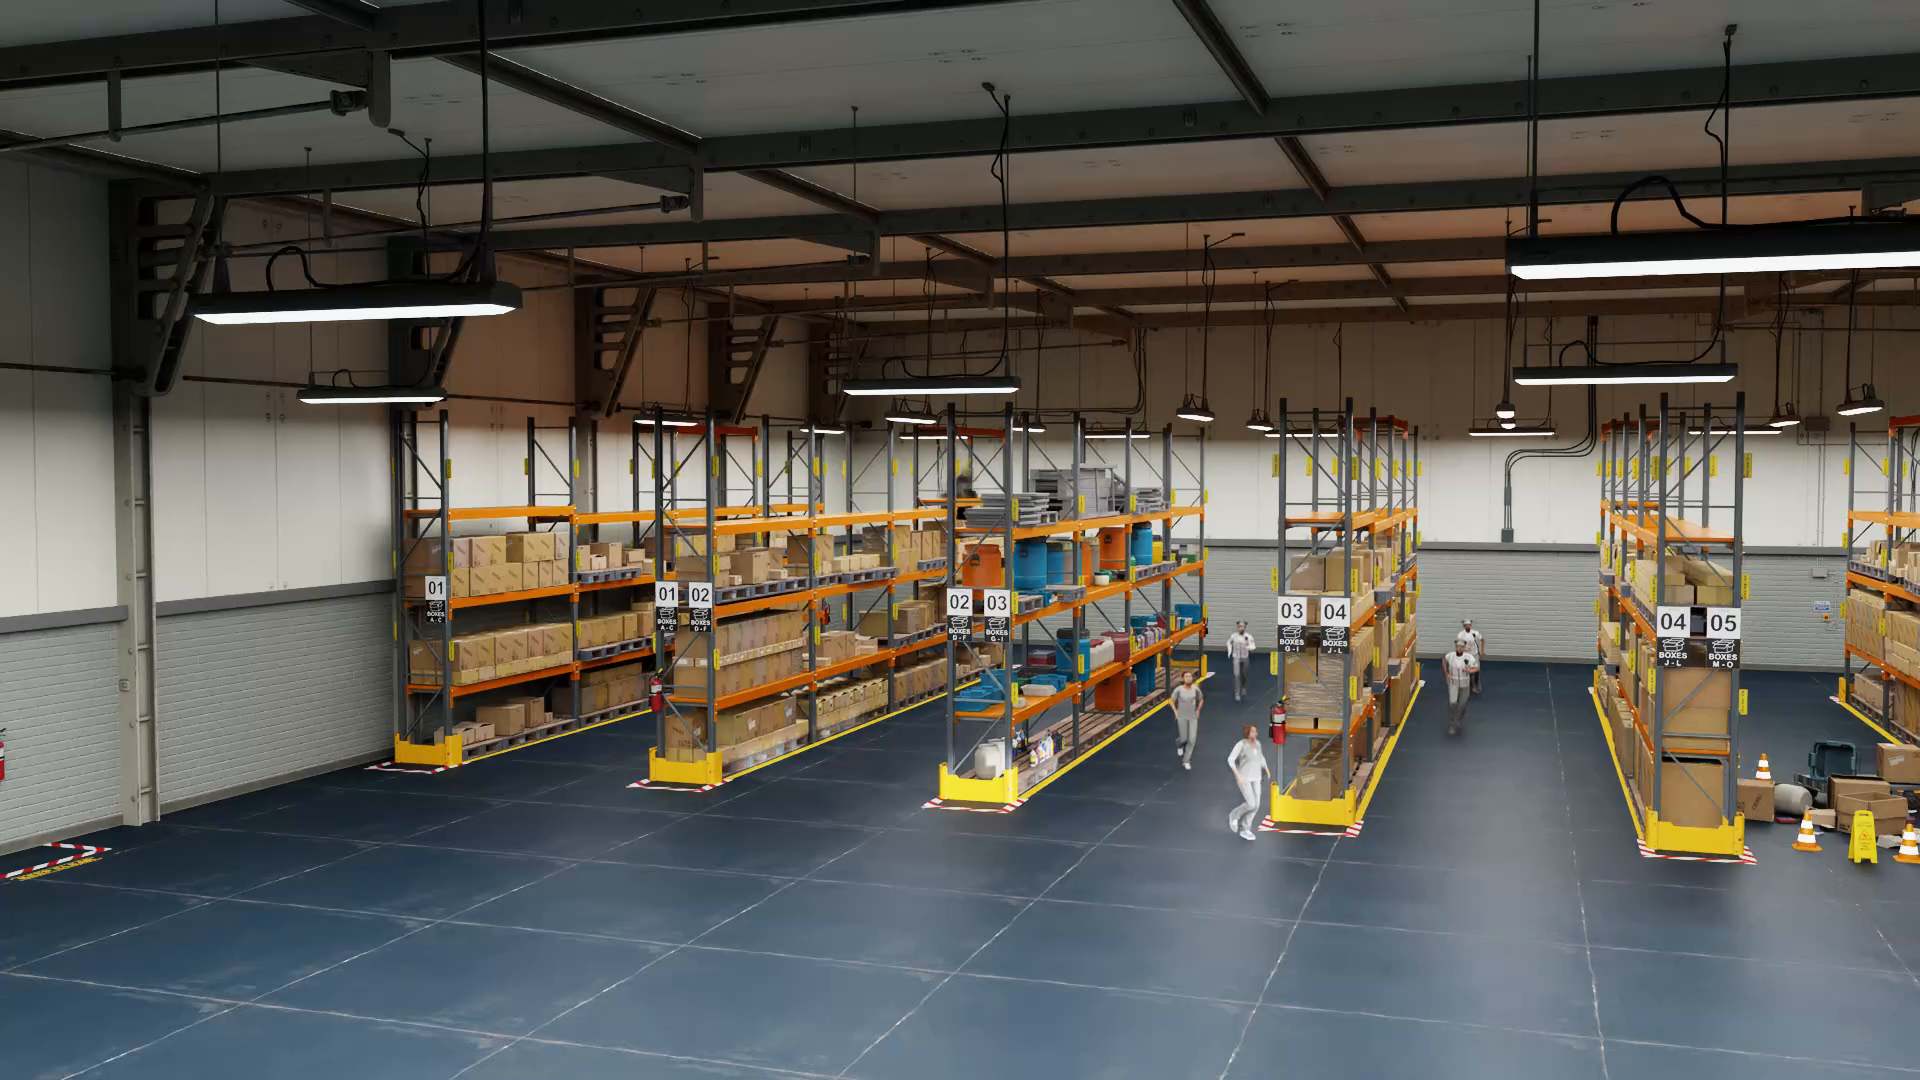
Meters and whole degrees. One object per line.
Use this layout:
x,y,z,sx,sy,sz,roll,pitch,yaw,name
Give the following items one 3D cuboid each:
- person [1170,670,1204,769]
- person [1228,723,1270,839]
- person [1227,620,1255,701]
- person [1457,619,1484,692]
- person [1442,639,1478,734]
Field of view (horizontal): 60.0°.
3.819,3.009,27.985,0.573,1.627,0.624,0,2,-3,person
3.915,3.259,22.517,0.552,1.570,0.537,-2,3,-32,person
6.101,2.587,36.084,0.604,1.704,0.915,0,2,9,person
11.374,2.582,37.150,0.546,1.654,0.578,1,3,17,person
9.504,2.782,31.608,0.636,1.842,0.832,1,3,13,person
